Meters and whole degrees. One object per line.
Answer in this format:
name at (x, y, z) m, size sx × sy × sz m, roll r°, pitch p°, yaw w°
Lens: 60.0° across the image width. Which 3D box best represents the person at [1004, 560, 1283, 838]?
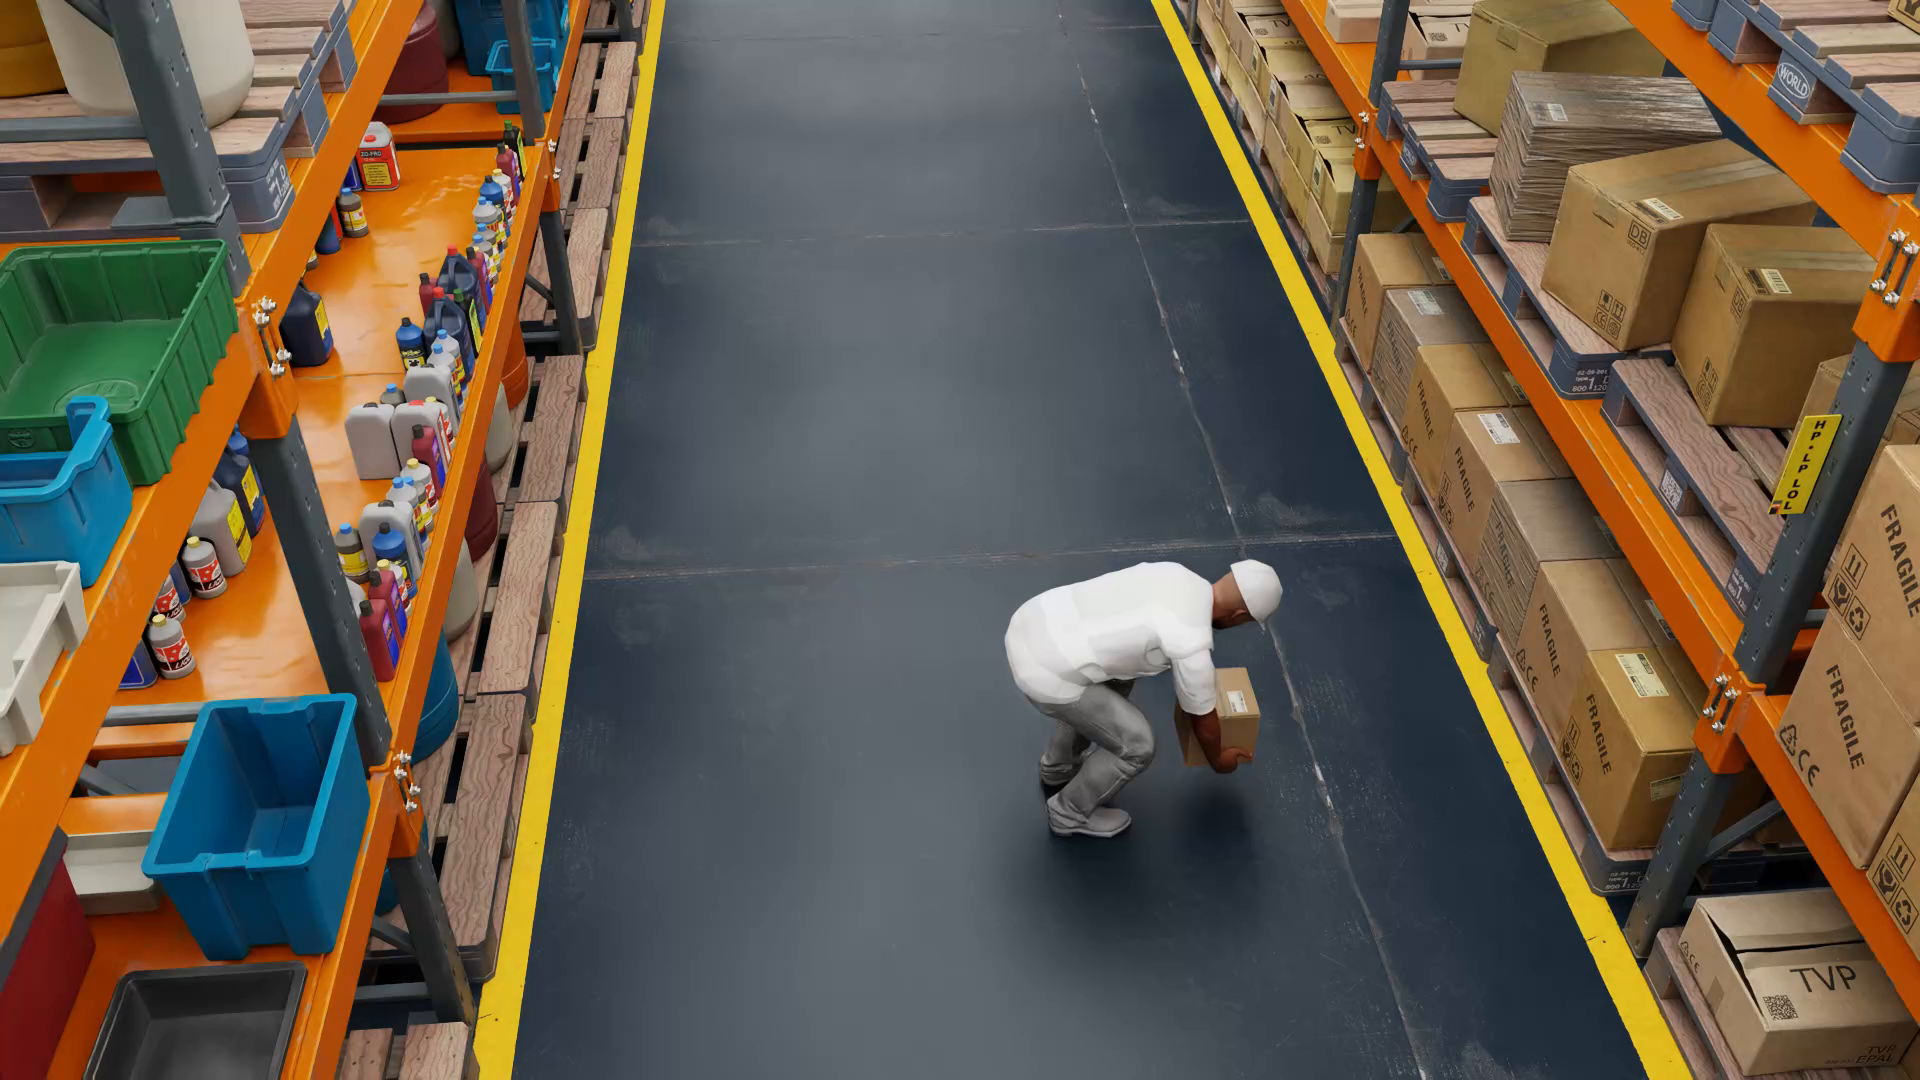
person at (0.645, 0.543, 6.005) m, size 0.965 × 1.083 × 0.515 m, roll -5°, pitch 39°, yaw -6°
